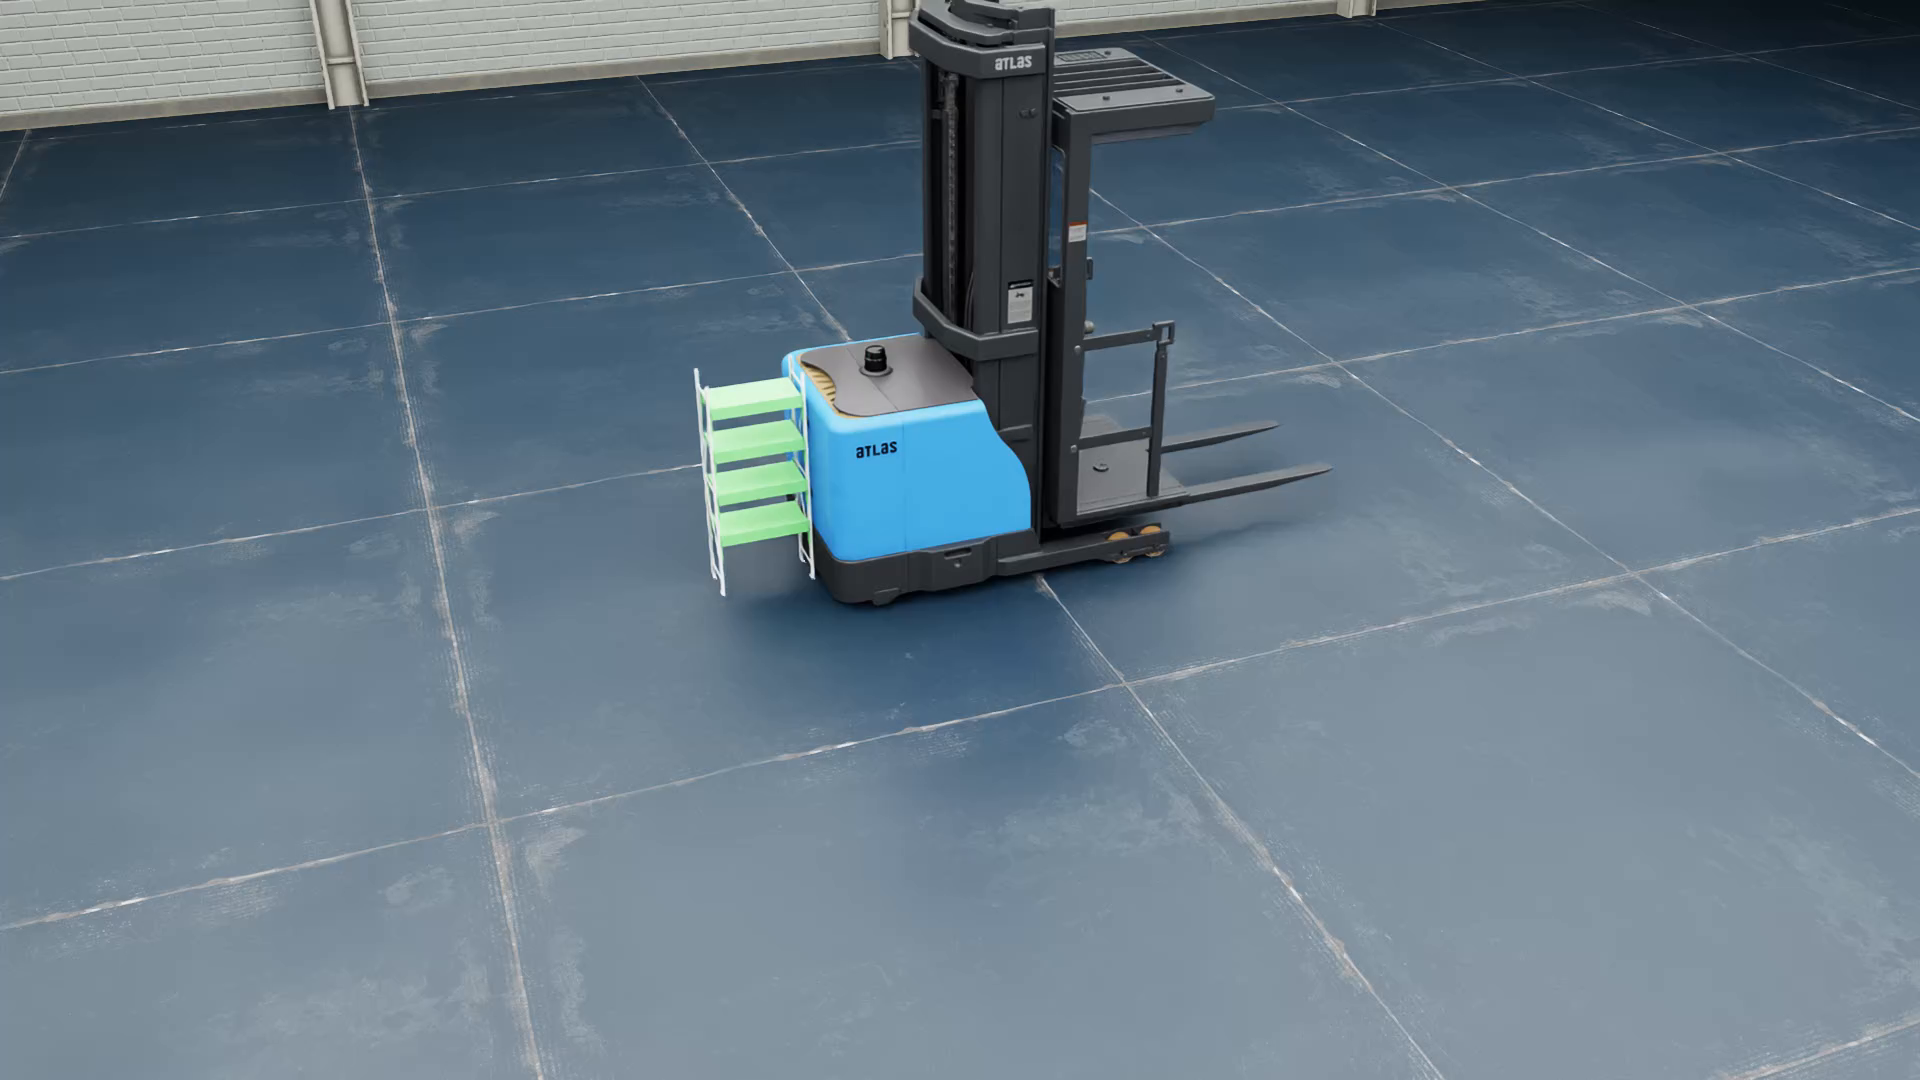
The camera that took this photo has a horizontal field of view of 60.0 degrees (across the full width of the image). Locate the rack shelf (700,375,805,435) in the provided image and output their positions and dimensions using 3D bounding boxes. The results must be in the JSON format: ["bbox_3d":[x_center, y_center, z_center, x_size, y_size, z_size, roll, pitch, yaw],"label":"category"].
[{"bbox_3d":[-1.053,-0.685,8.400,0.480,0.148,0.258,-11,31,-18],"label":"rack shelf"}]

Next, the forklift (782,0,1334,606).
[{"bbox_3d":[0.610,-1.380,8.712,3.031,2.935,1.130,-11,31,-18],"label":"forklift"}]

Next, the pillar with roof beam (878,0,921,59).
[{"bbox_3d":[0.819,-7.449,13.234,0.400,9.000,9.100,-10,31,-18],"label":"pillar with roof beam"}]

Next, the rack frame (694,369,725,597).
[{"bbox_3d":[-1.281,-0.281,8.530,0.015,1.200,0.240,-11,31,-18],"label":"rack frame"}]

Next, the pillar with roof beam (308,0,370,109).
[{"bbox_3d":[-4.805,-6.413,11.416,0.400,9.000,9.100,-10,31,-18],"label":"pillar with roof beam"}]

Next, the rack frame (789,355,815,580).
[{"bbox_3d":[-0.825,-0.366,8.681,0.015,1.200,0.240,-11,31,-18],"label":"rack frame"}]

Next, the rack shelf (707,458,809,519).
[{"bbox_3d":[-1.053,-0.268,8.637,0.480,0.148,0.258,-11,31,-18],"label":"rack shelf"}]

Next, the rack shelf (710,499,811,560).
[{"bbox_3d":[-1.053,-0.059,8.756,0.480,0.148,0.258,-11,31,-18],"label":"rack shelf"}]

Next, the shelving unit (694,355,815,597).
[{"bbox_3d":[-1.053,-0.324,8.606,0.503,1.200,0.258,-11,31,-18],"label":"shelving unit"}]

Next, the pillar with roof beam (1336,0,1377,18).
[{"bbox_3d":[6.442,-8.485,15.052,0.400,9.000,9.100,-10,31,-18],"label":"pillar with roof beam"}]

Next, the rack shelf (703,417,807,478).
[{"bbox_3d":[-1.053,-0.477,8.519,0.480,0.148,0.258,-11,31,-18],"label":"rack shelf"}]
